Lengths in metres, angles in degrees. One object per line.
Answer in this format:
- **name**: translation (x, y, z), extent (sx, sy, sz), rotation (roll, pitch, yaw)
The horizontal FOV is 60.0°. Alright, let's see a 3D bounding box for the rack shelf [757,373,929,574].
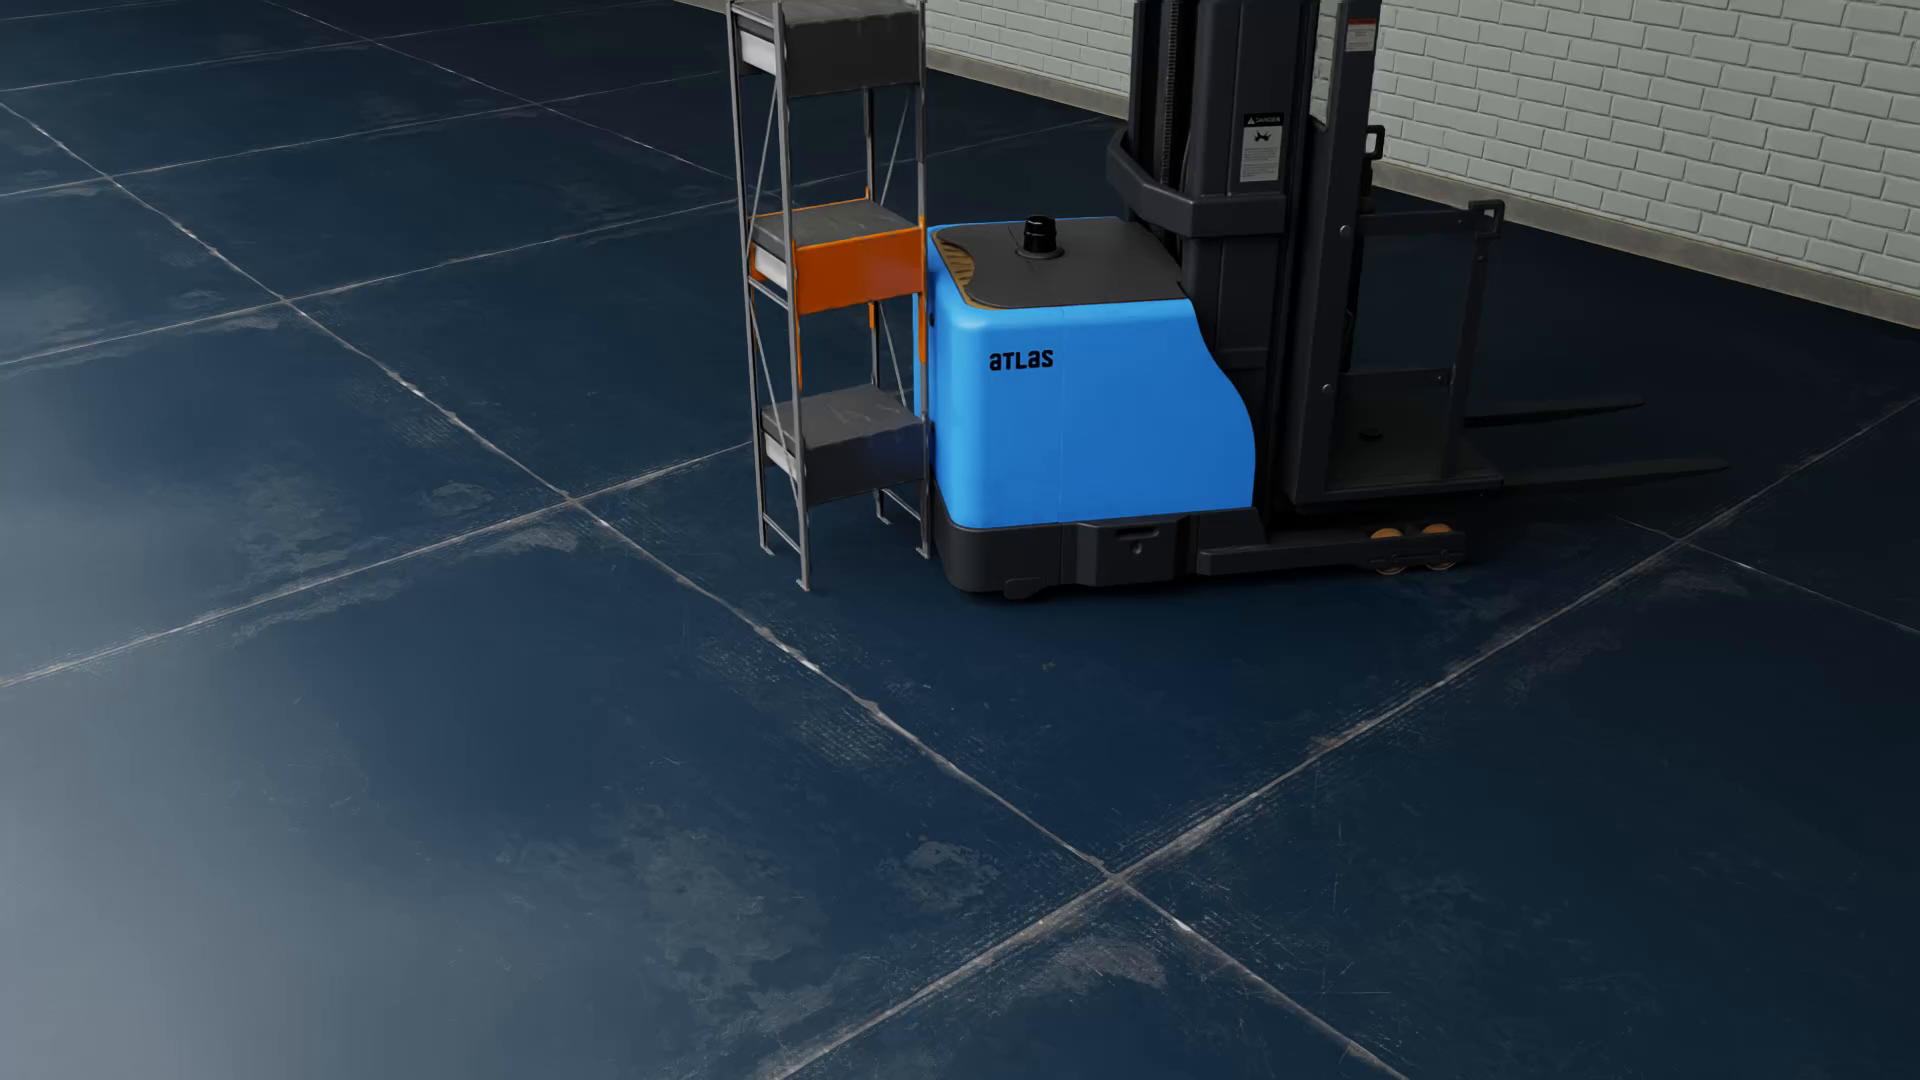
- **rack shelf**: translation (-0.426, -0.248, 6.001), extent (0.480, 0.518, 0.431), rotation (-15, 32, -26)

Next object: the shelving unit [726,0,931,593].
- **shelving unit**: translation (-0.426, -0.878, 5.665), extent (0.503, 2.100, 0.431), rotation (-15, 32, -26)

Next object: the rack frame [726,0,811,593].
- **rack frame**: translation (-0.637, -0.820, 5.557), extent (0.015, 2.100, 0.400), rotation (-15, 32, -26)

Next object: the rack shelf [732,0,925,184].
- **rack shelf**: translation (-0.426, -1.483, 5.341), extent (0.480, 0.518, 0.431), rotation (-15, 32, -26)

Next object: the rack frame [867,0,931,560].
- **rack frame**: translation (-0.215, -0.935, 5.772), extent (0.015, 2.100, 0.400), rotation (-15, 32, -26)

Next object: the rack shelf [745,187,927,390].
- **rack shelf**: translation (-0.426, -0.866, 5.671), extent (0.480, 0.518, 0.431), rotation (-15, 32, -26)

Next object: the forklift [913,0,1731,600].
- **forklift**: translation (1.376, -1.408, 5.774), extent (3.031, 2.935, 1.130), rotation (-5, 28, -9)
